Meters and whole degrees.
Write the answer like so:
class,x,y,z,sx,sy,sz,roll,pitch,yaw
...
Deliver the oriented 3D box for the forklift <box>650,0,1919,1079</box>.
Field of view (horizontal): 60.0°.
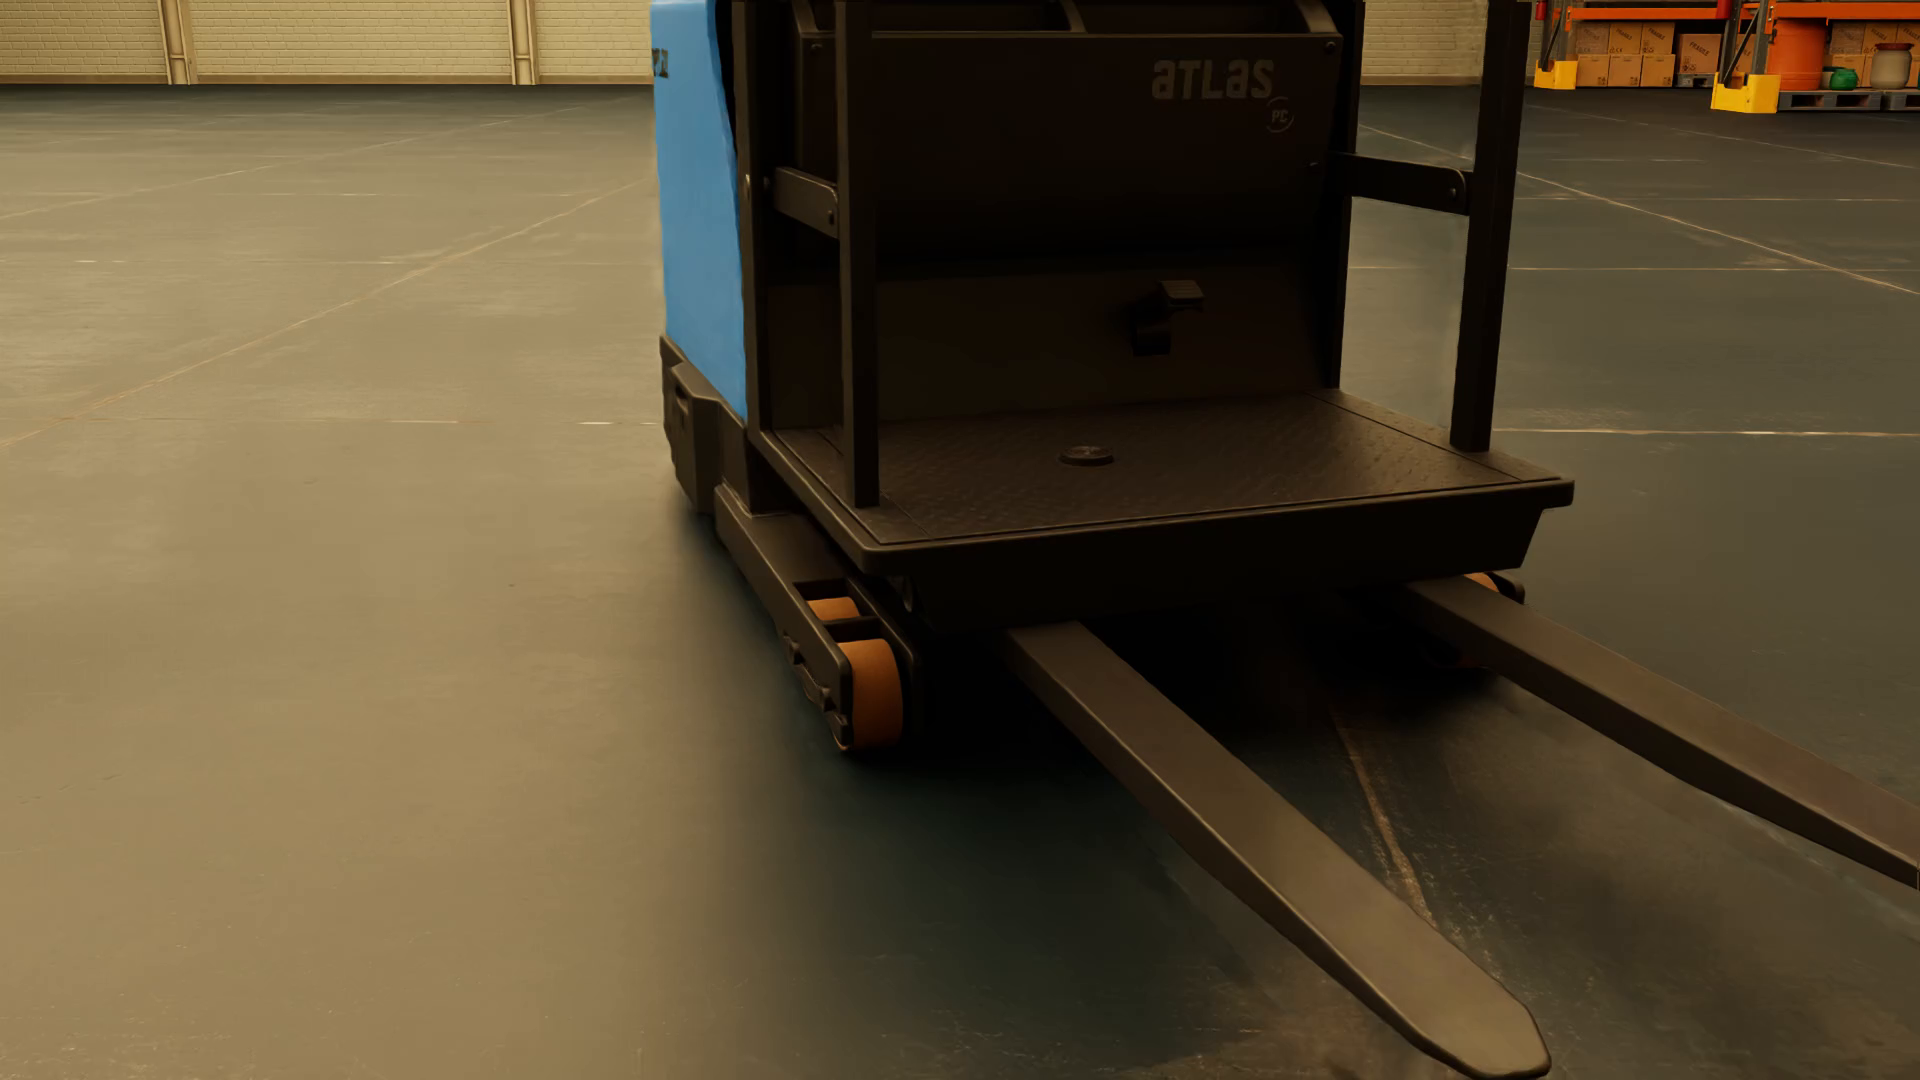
class,x,y,z,sx,sy,sz,roll,pitch,yaw
forklift,0.248,-1.228,2.383,1.130,2.935,3.031,-6,18,-17
